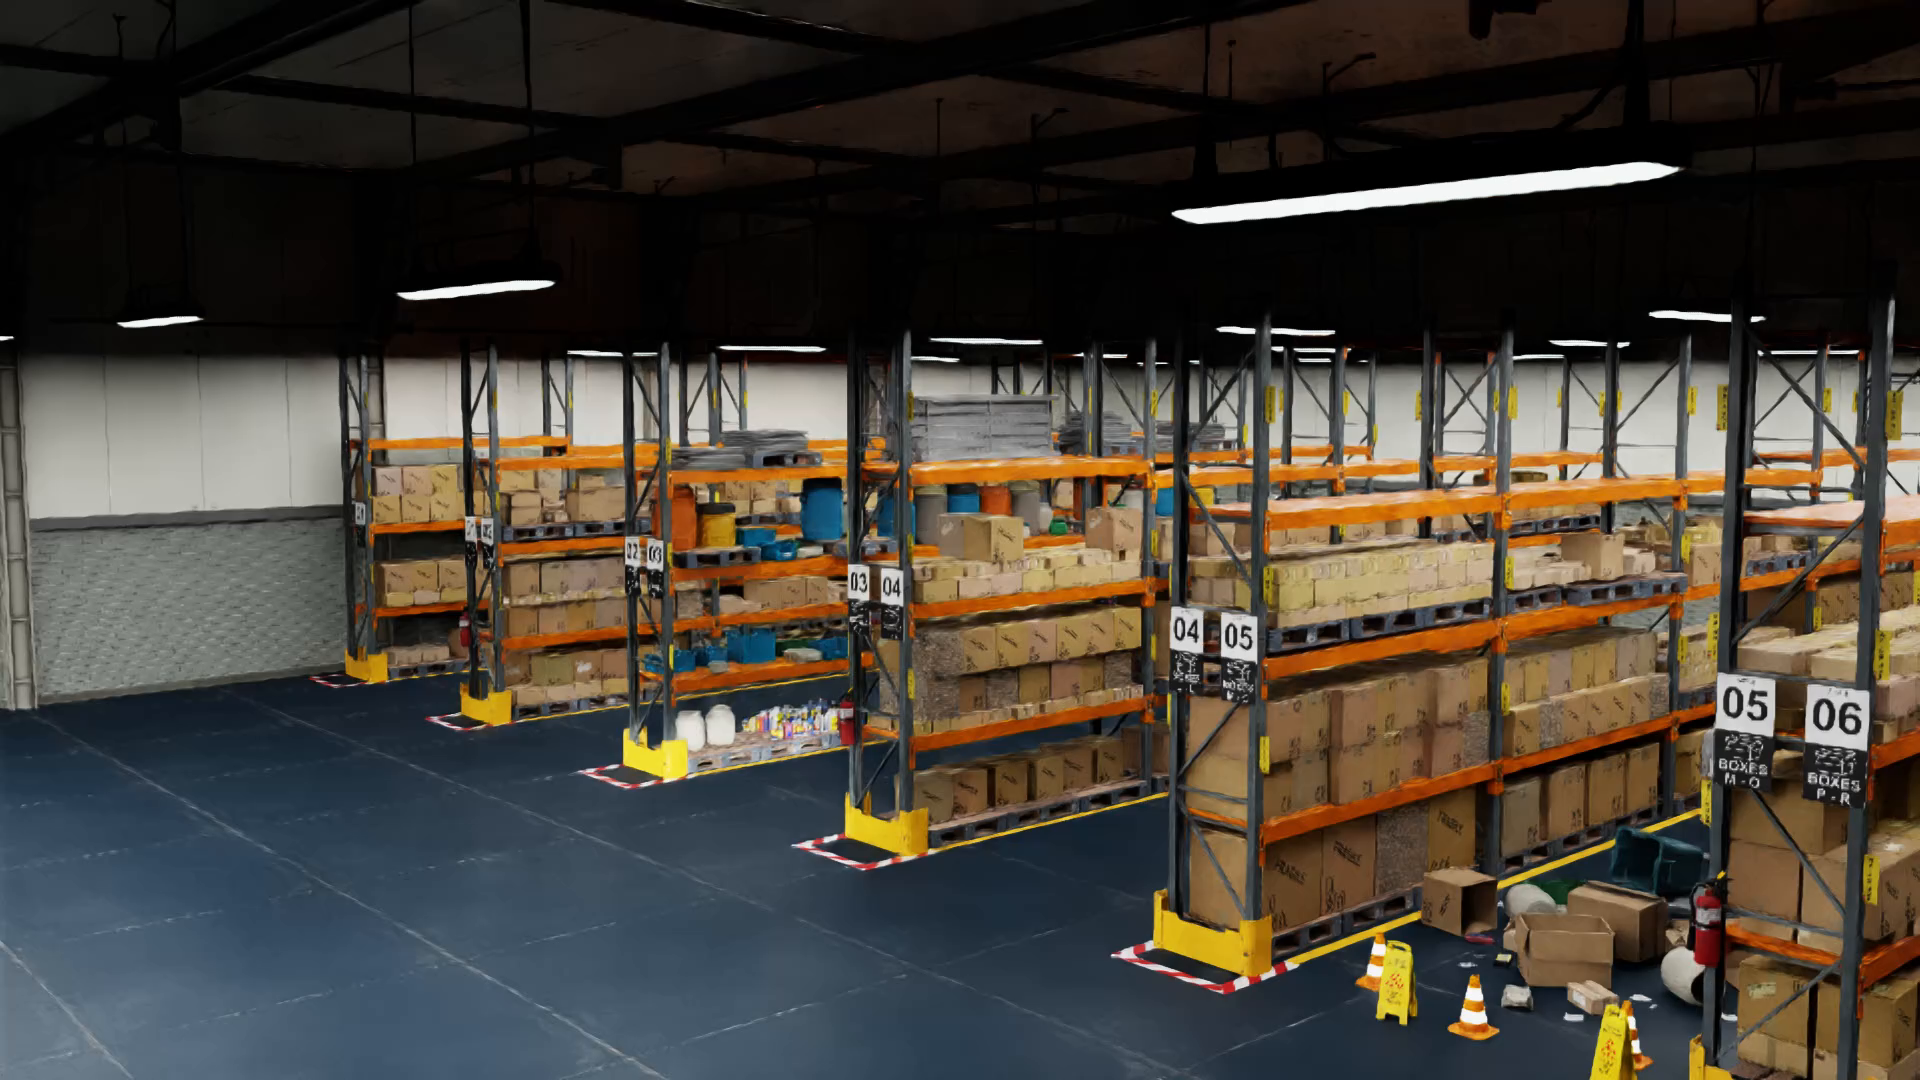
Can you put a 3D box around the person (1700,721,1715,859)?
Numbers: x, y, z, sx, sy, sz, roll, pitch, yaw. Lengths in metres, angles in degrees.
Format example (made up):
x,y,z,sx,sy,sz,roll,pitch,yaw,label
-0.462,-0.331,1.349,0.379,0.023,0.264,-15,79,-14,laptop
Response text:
x,y,z,sx,sy,sz,roll,pitch,yaw,label
8.470,2.620,18.405,0.626,1.768,0.576,-1,5,-9,person
